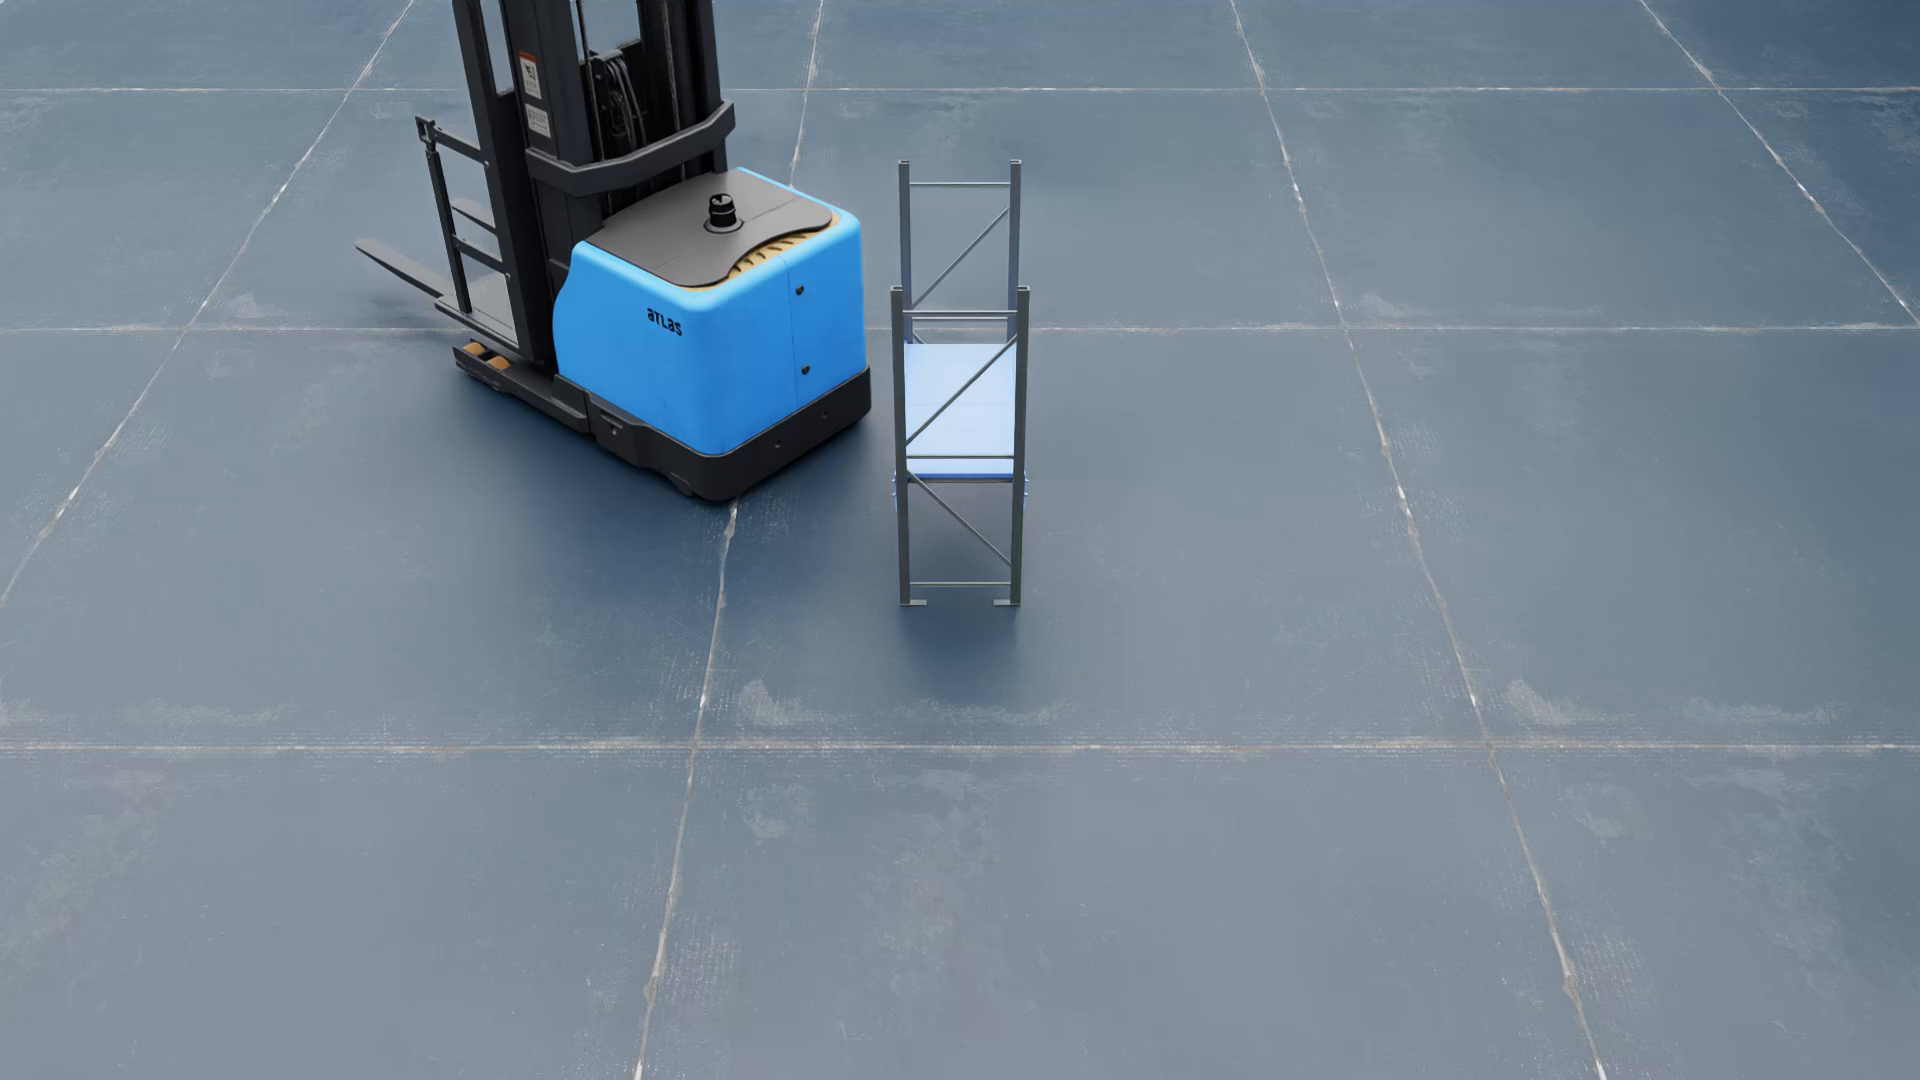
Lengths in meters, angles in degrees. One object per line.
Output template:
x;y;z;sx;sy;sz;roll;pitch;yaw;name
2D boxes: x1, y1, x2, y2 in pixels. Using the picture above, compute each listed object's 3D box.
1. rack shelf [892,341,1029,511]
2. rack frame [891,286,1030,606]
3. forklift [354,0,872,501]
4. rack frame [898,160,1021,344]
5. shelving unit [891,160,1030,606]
0.000;-0.498;6.960;0.538;0.185;1.000;0;39;0;rack shelf
0.000;-0.321;6.451;0.500;1.500;0.032;0;39;0;rack frame
-1.869;-2.099;7.525;3.031;2.935;1.130;28;47;31;forklift
-0.001;-0.956;7.244;0.500;1.500;0.032;0;39;0;rack frame
0.000;-0.639;6.848;0.538;1.500;1.048;0;39;0;shelving unit
